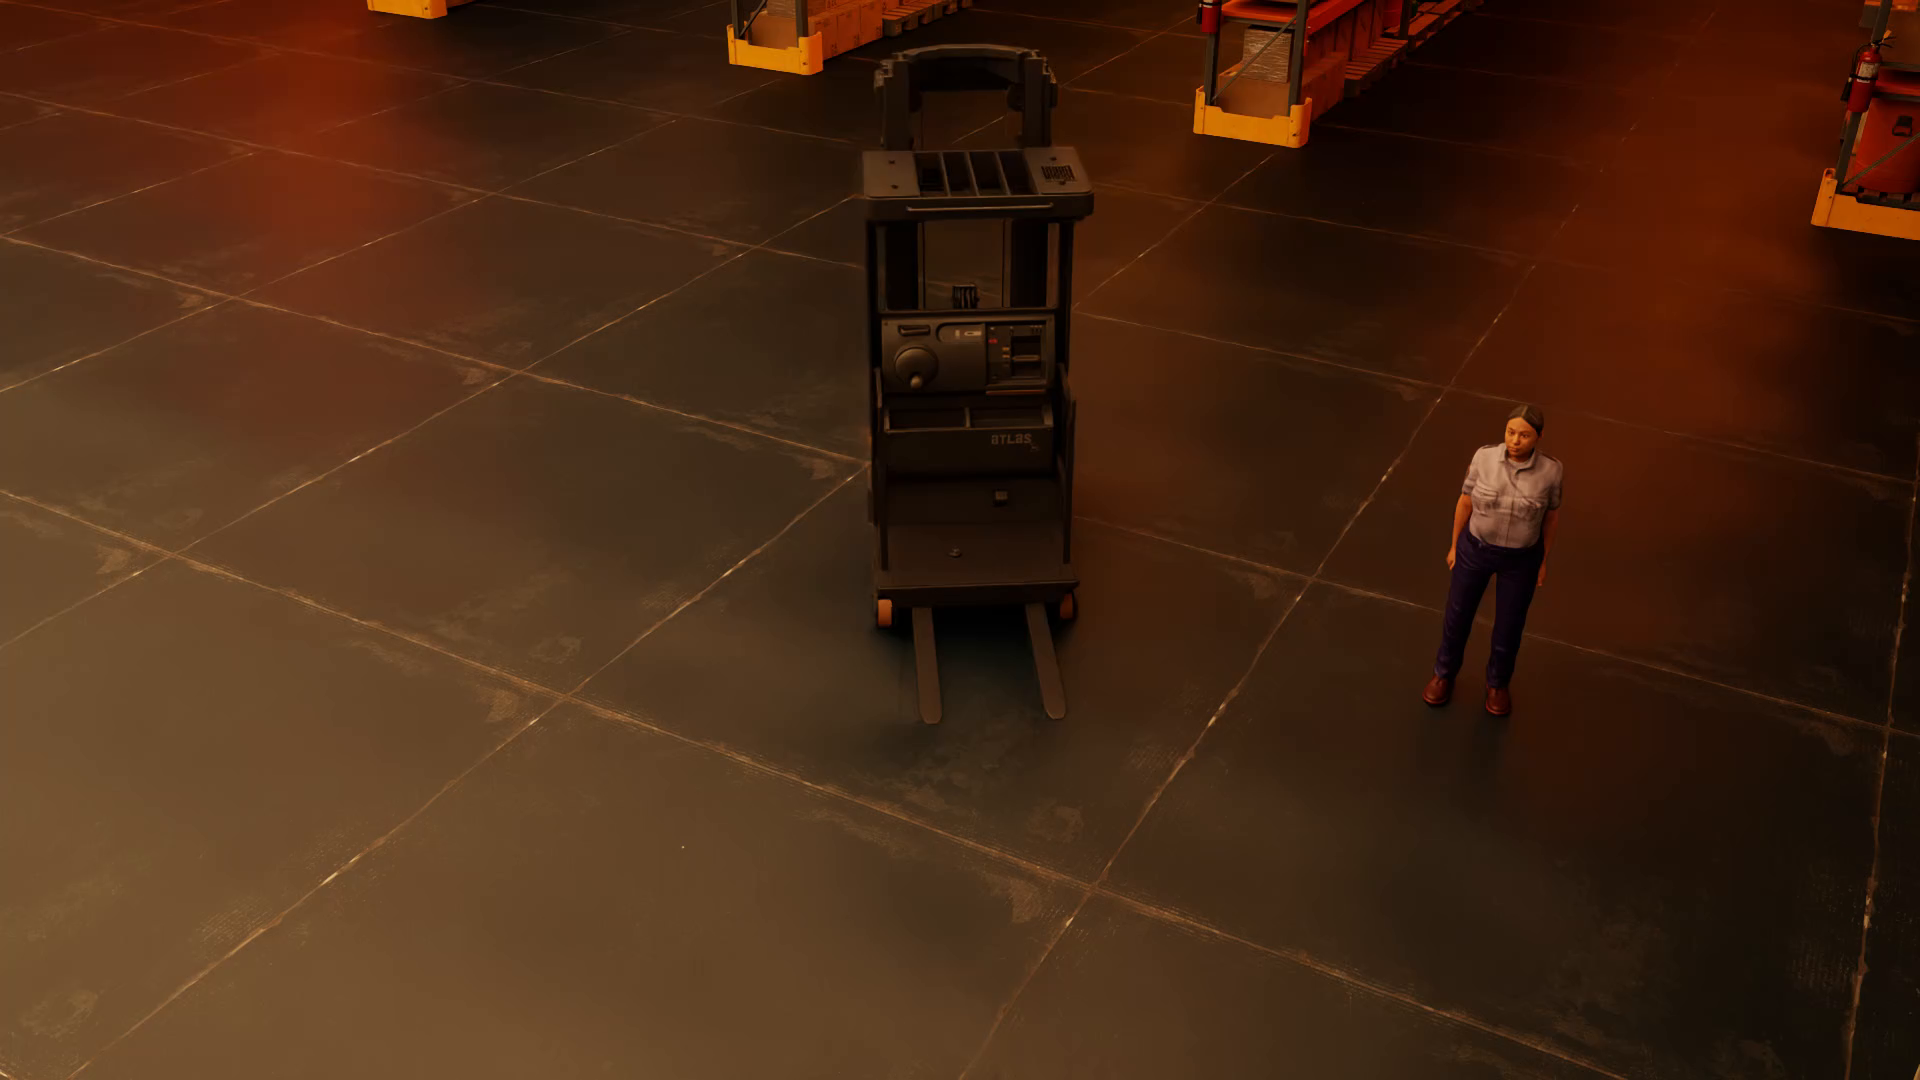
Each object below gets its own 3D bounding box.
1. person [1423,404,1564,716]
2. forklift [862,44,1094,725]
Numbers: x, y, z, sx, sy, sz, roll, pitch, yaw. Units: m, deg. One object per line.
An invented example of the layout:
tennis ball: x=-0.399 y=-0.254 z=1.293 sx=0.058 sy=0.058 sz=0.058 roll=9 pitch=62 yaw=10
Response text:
person: x=2.653 y=0.092 z=8.199 sx=0.482 sy=1.653 sz=0.353 roll=11 pitch=32 yaw=18
forklift: x=0.064 y=-0.955 z=8.725 sx=1.130 sy=2.935 sz=3.031 roll=-2 pitch=30 yaw=-3
